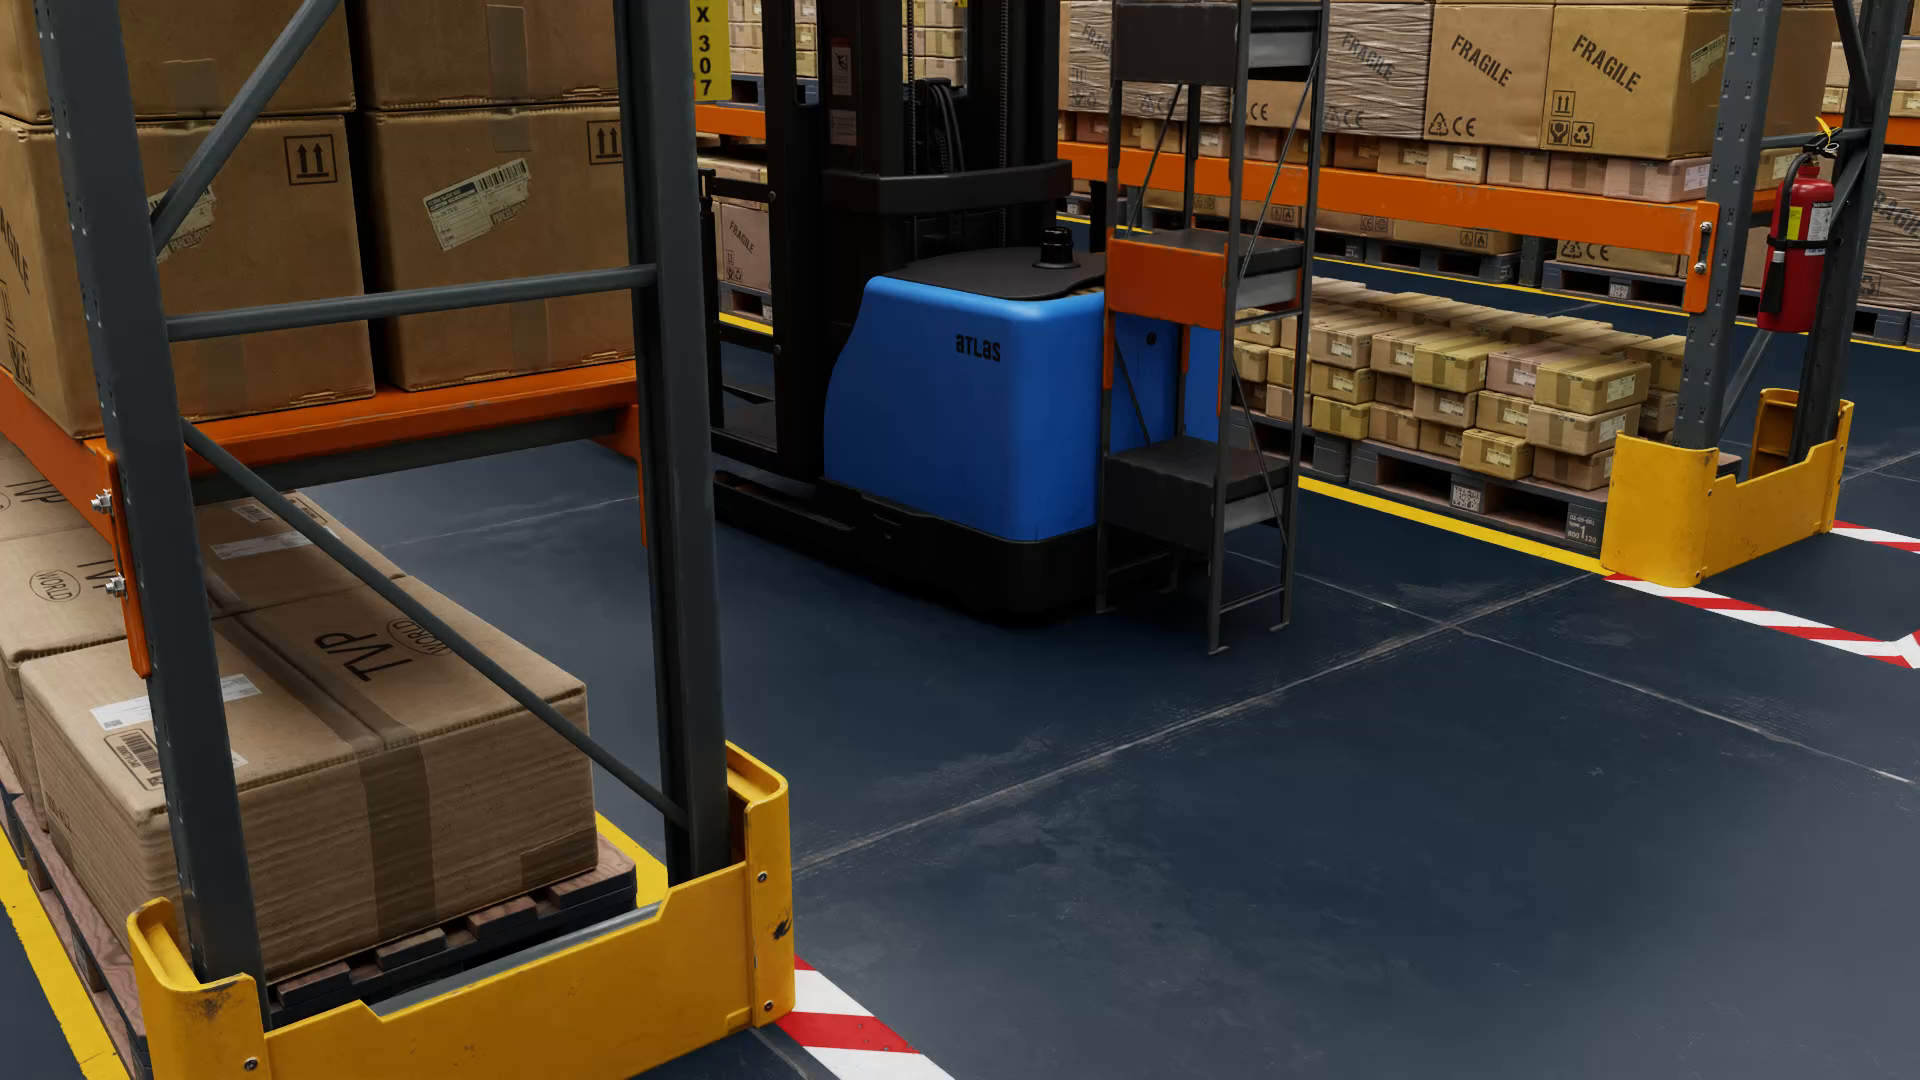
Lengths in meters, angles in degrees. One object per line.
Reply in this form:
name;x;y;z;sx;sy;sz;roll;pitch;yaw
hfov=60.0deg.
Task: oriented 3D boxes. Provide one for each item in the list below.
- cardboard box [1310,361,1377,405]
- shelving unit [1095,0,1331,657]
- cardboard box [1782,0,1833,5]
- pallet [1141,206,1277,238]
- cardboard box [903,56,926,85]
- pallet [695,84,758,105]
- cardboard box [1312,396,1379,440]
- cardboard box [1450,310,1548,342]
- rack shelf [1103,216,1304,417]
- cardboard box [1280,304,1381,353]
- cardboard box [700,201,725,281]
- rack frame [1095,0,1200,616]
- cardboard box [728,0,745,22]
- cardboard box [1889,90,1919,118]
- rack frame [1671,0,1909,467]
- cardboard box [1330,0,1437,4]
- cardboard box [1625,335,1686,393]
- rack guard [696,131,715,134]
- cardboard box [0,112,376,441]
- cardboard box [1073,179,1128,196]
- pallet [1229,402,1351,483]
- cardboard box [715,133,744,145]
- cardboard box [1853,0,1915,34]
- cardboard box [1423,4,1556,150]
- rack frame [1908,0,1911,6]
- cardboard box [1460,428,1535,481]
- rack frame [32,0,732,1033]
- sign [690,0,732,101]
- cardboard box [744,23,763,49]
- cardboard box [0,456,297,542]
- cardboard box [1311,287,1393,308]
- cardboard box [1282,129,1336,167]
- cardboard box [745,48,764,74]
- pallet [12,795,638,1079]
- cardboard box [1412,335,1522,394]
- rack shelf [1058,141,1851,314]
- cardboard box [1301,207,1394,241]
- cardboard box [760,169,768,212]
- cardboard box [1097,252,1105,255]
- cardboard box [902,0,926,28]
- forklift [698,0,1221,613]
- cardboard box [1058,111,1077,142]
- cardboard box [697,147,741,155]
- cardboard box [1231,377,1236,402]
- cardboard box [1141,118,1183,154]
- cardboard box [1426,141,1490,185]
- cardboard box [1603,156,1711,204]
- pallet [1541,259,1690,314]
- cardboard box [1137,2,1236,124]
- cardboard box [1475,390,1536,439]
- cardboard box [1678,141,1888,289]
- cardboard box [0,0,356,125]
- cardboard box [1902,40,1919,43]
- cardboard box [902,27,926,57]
cardboard box;1.716;-0.697;7.090;0.380;0.149;0.250;-14;23;-35
shelving unit;0.771;-0.728;5.221;0.431;2.100;0.503;-16;24;-39
cardboard box;2.852;-2.209;6.038;0.500;0.500;0.500;-14;23;-36
pallet;2.337;-2.765;14.376;1.003;0.211;1.213;-14;23;-36
cardboard box;-0.124;-2.572;9.089;0.380;0.149;0.250;-14;23;-36
pallet;-1.518;-3.108;11.283;1.213;0.211;1.003;-14;23;-36
cardboard box;1.726;-0.552;7.126;0.380;0.149;0.250;-15;24;-38
cardboard box;2.324;-0.883;7.179;0.380;0.149;0.250;-15;24;-39
rack shelf;0.771;-0.715;5.225;0.431;0.518;0.480;-16;24;-39
cardboard box;1.626;-0.923;7.297;0.380;0.149;0.250;-15;23;-38
cardboard box;-1.490;-2.020;10.998;0.500;0.500;0.500;-14;23;-35
rack frame;0.608;-0.785;5.393;0.400;2.100;0.015;-16;24;-39
cardboard box;-1.258;-3.306;10.361;0.380;0.149;0.250;-13;22;-34
cardboard box;5.598;-2.545;9.677;0.380;0.149;0.250;-14;23;-36
rack frame;2.923;-1.383;5.767;1.000;3.000;0.127;-14;23;-36
cardboard box;1.799;-2.362;6.500;0.500;0.500;0.500;-13;22;-33
cardboard box;2.864;-0.707;6.646;0.380;0.149;0.250;-15;24;-39
rack guard;-3.013;-5.063;20.858;1.175;0.500;0.348;-14;23;-36
cardboard box;-1.402;-0.507;2.961;0.500;0.500;0.500;-14;23;-36
cardboard box;1.475;-3.481;15.379;0.700;0.500;0.500;-16;24;-39
pallet;1.646;-0.585;7.795;1.003;0.211;1.213;-14;23;-36
cardboard box;-2.686;-5.124;20.374;0.500;0.500;0.500;-9;20;-26
cardboard box;10.572;-6.081;19.128;0.700;0.500;0.500;-9;20;-26
cardboard box;2.126;-1.760;6.273;0.500;0.500;0.500;-14;23;-37
rack frame;8.273;-4.278;14.511;1.000;3.000;0.127;-14;23;-36
cardboard box;2.194;-0.361;6.550;0.380;0.149;0.250;-13;22;-34
rack frame;-0.895;-0.392;2.774;1.000;3.000;0.127;-14;23;-36
sign;-0.456;-0.947;2.948;0.100;0.325;0.005;-14;23;-36
cardboard box;-1.101;-3.100;10.211;0.380;0.149;0.250;-14;23;-37
cardboard box;-2.516;0.036;4.891;0.875;0.438;0.875;-15;23;-38
cardboard box;1.800;-1.070;7.744;0.380;0.149;0.250;-14;23;-36
cardboard box;1.591;-1.686;7.081;0.380;0.149;0.250;-13;23;-35
cardboard box;-1.100;-2.958;10.256;0.380;0.149;0.250;-14;23;-35
pallet;-1.452;0.750;3.761;1.003;0.211;1.213;-14;23;-36
cardboard box;2.024;-0.704;6.639;0.380;0.149;0.250;-15;23;-37
rack shelf;1.681;-1.534;7.368;1.077;0.370;4.000;-14;23;-36
cardboard box;3.422;-2.876;12.989;1.225;0.875;0.875;-15;23;-38
cardboard box;-0.869;-2.128;10.133;0.500;0.250;0.500;-15;24;-38
cardboard box;0.864;-1.460;8.921;0.380;0.149;0.250;-13;22;-35
cardboard box;-0.130;-2.858;9.007;0.380;0.149;0.250;-15;23;-38
forklift;-0.415;-1.538;6.343;1.130;2.935;3.031;-16;24;-39
cardboard box;0.577;-2.066;8.231;0.380;0.149;0.250;-13;22;-35
cardboard box;-1.806;-2.506;11.273;0.500;0.250;0.500;-15;24;-39
cardboard box;1.251;-0.750;7.724;0.380;0.149;0.250;-15;23;-38
cardboard box;1.053;-1.868;7.632;0.380;0.149;0.250;-13;23;-35
cardboard box;2.030;-1.475;6.444;0.380;0.149;0.250;-13;22;-35
cardboard box;2.499;-1.289;5.882;0.380;0.149;0.250;-14;23;-36
pallet;4.801;-1.785;11.418;1.003;0.211;1.213;-14;23;-36
cardboard box;1.147;-2.134;7.404;0.500;0.500;0.500;-15;23;-37
cardboard box;2.251;-0.519;6.553;0.380;0.149;0.250;-15;23;-37
cardboard box;5.296;-2.102;10.652;0.875;0.875;0.875;-14;23;-36
cardboard box;-1.381;-0.986;2.820;0.500;0.500;0.500;-13;22;-34
cardboard box;5.822;-2.946;10.253;0.500;0.250;0.500;-15;23;-37
cardboard box;-0.127;-2.714;9.045;0.380;0.149;0.250;-14;23;-36
